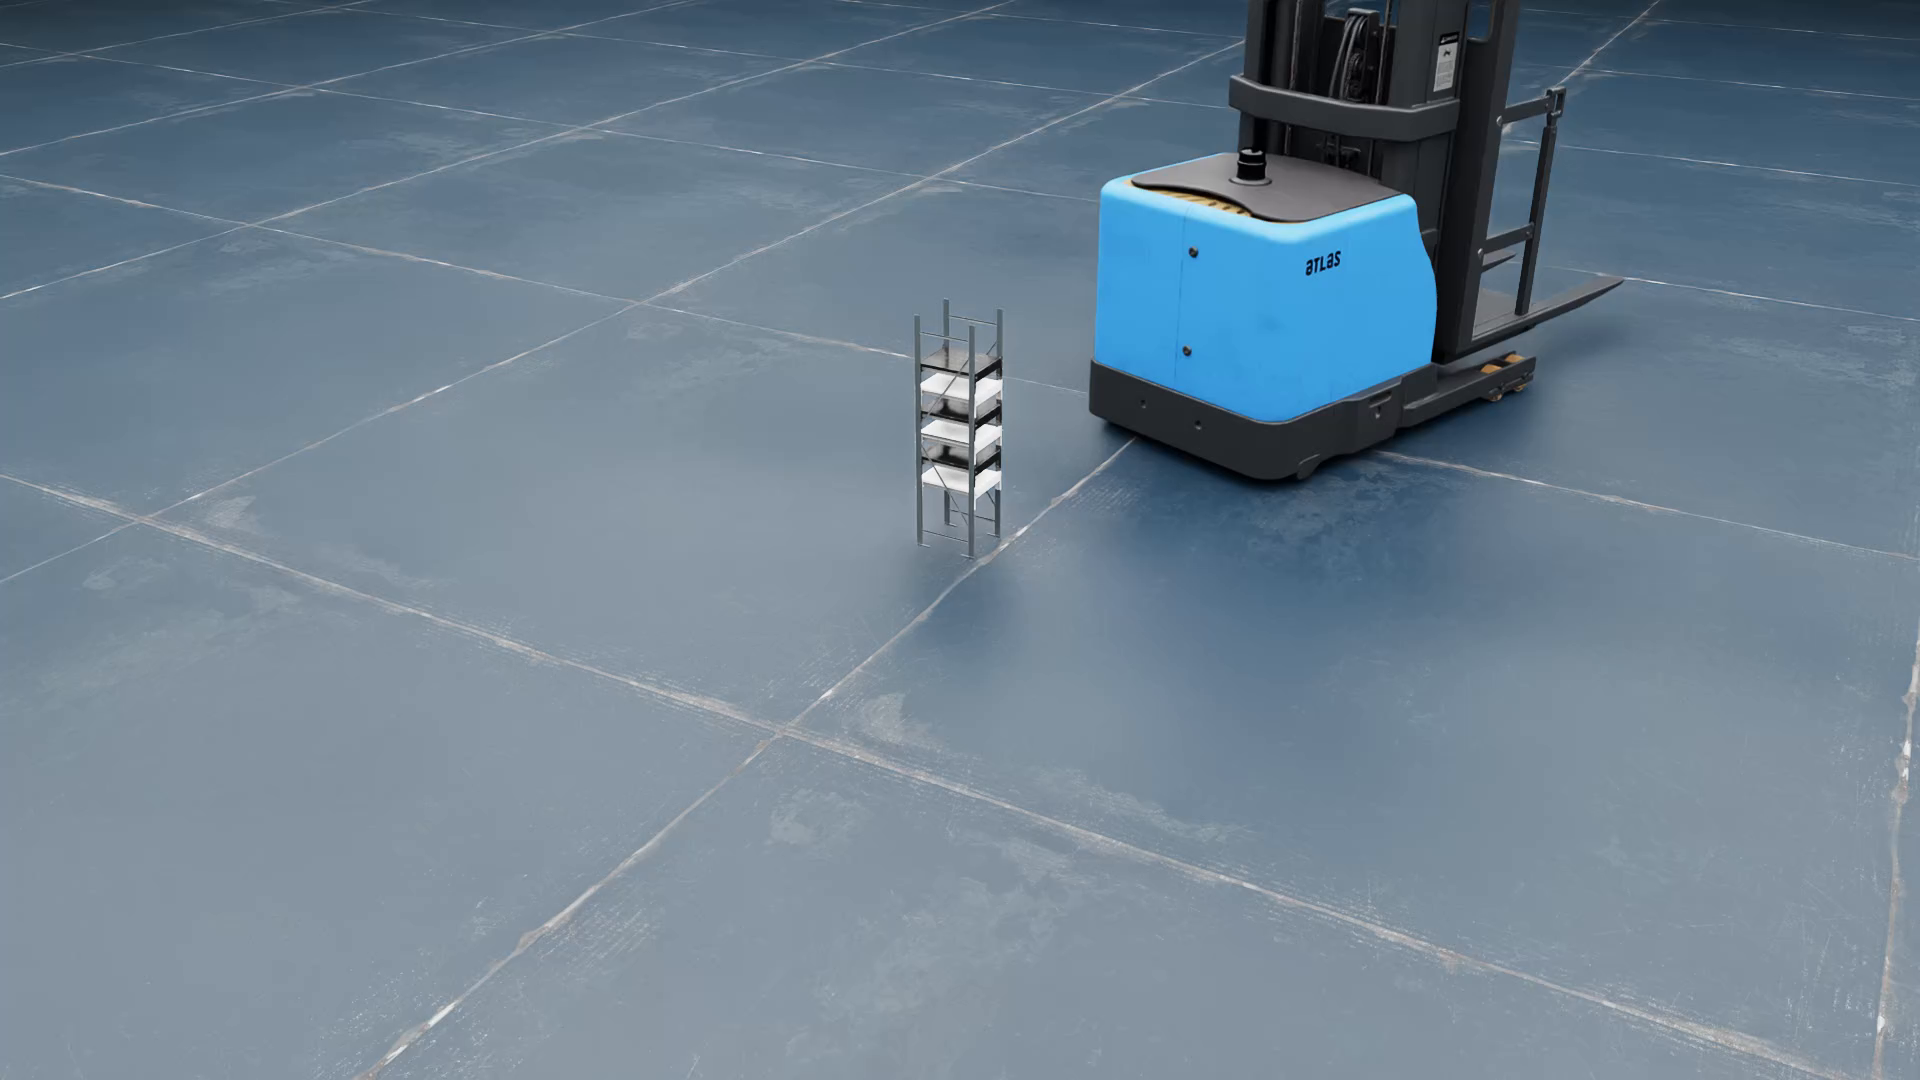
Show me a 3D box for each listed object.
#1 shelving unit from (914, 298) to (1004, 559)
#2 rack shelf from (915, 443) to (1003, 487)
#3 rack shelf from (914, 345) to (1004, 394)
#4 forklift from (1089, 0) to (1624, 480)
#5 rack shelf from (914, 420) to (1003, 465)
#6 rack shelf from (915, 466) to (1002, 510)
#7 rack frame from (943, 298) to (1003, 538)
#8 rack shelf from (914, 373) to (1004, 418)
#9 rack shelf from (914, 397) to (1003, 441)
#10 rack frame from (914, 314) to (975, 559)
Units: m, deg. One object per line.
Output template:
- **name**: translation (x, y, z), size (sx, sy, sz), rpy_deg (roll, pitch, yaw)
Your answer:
- **shelving unit**: translation (-0.004, -0.399, 6.042), size (0.258, 0.900, 0.210), rpy_deg (14, 30, 26)
- **rack shelf**: translation (-0.004, -0.289, 6.097), size (0.258, 0.077, 0.200), rpy_deg (14, 30, 26)
- **rack shelf**: translation (-0.004, -0.611, 5.936), size (0.258, 0.077, 0.200), rpy_deg (14, 30, 26)
- **forklift**: translation (1.996, -2.089, 7.149), size (3.031, 2.935, 1.130), rpy_deg (-22, 34, -36)
- **rack shelf**: translation (-0.004, -0.369, 6.057), size (0.258, 0.077, 0.200), rpy_deg (14, 30, 26)
- **rack shelf**: translation (-0.004, -0.208, 6.138), size (0.258, 0.077, 0.200), rpy_deg (14, 30, 26)
- **rack frame**: translation (0.046, -0.439, 6.121), size (0.240, 0.900, 0.006), rpy_deg (14, 30, 26)
- **rack shelf**: translation (-0.004, -0.530, 5.977), size (0.258, 0.077, 0.200), rpy_deg (14, 30, 26)
- **rack shelf**: translation (-0.004, -0.450, 6.017), size (0.258, 0.077, 0.200), rpy_deg (14, 30, 26)
- **rack frame**: translation (-0.054, -0.360, 5.963), size (0.240, 0.900, 0.006), rpy_deg (14, 30, 26)
